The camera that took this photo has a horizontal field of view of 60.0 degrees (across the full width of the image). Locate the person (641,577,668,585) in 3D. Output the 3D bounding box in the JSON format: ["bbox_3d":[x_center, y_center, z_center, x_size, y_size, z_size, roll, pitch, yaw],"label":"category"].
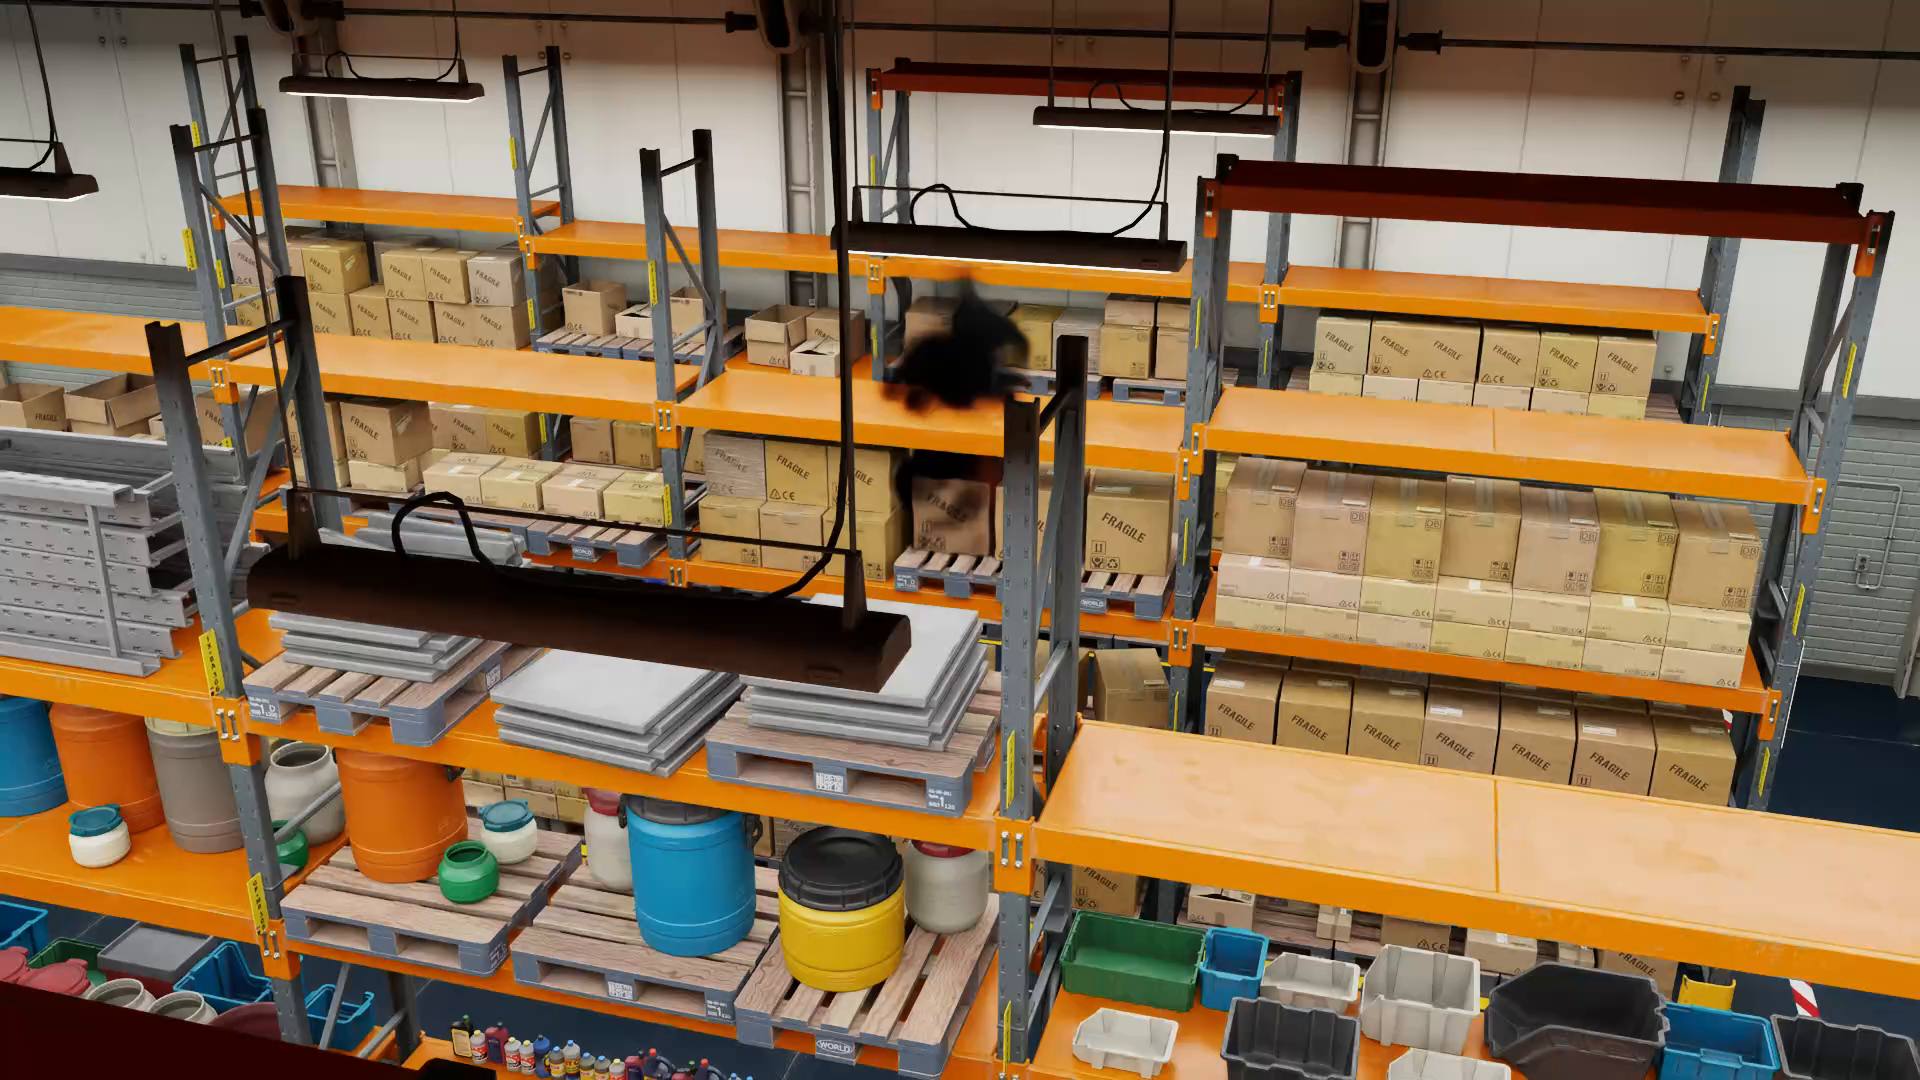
[{"bbox_3d":[-3.003,0.817,16.622,0.923,1.657,0.579,1,23,2],"label":"person"}]
